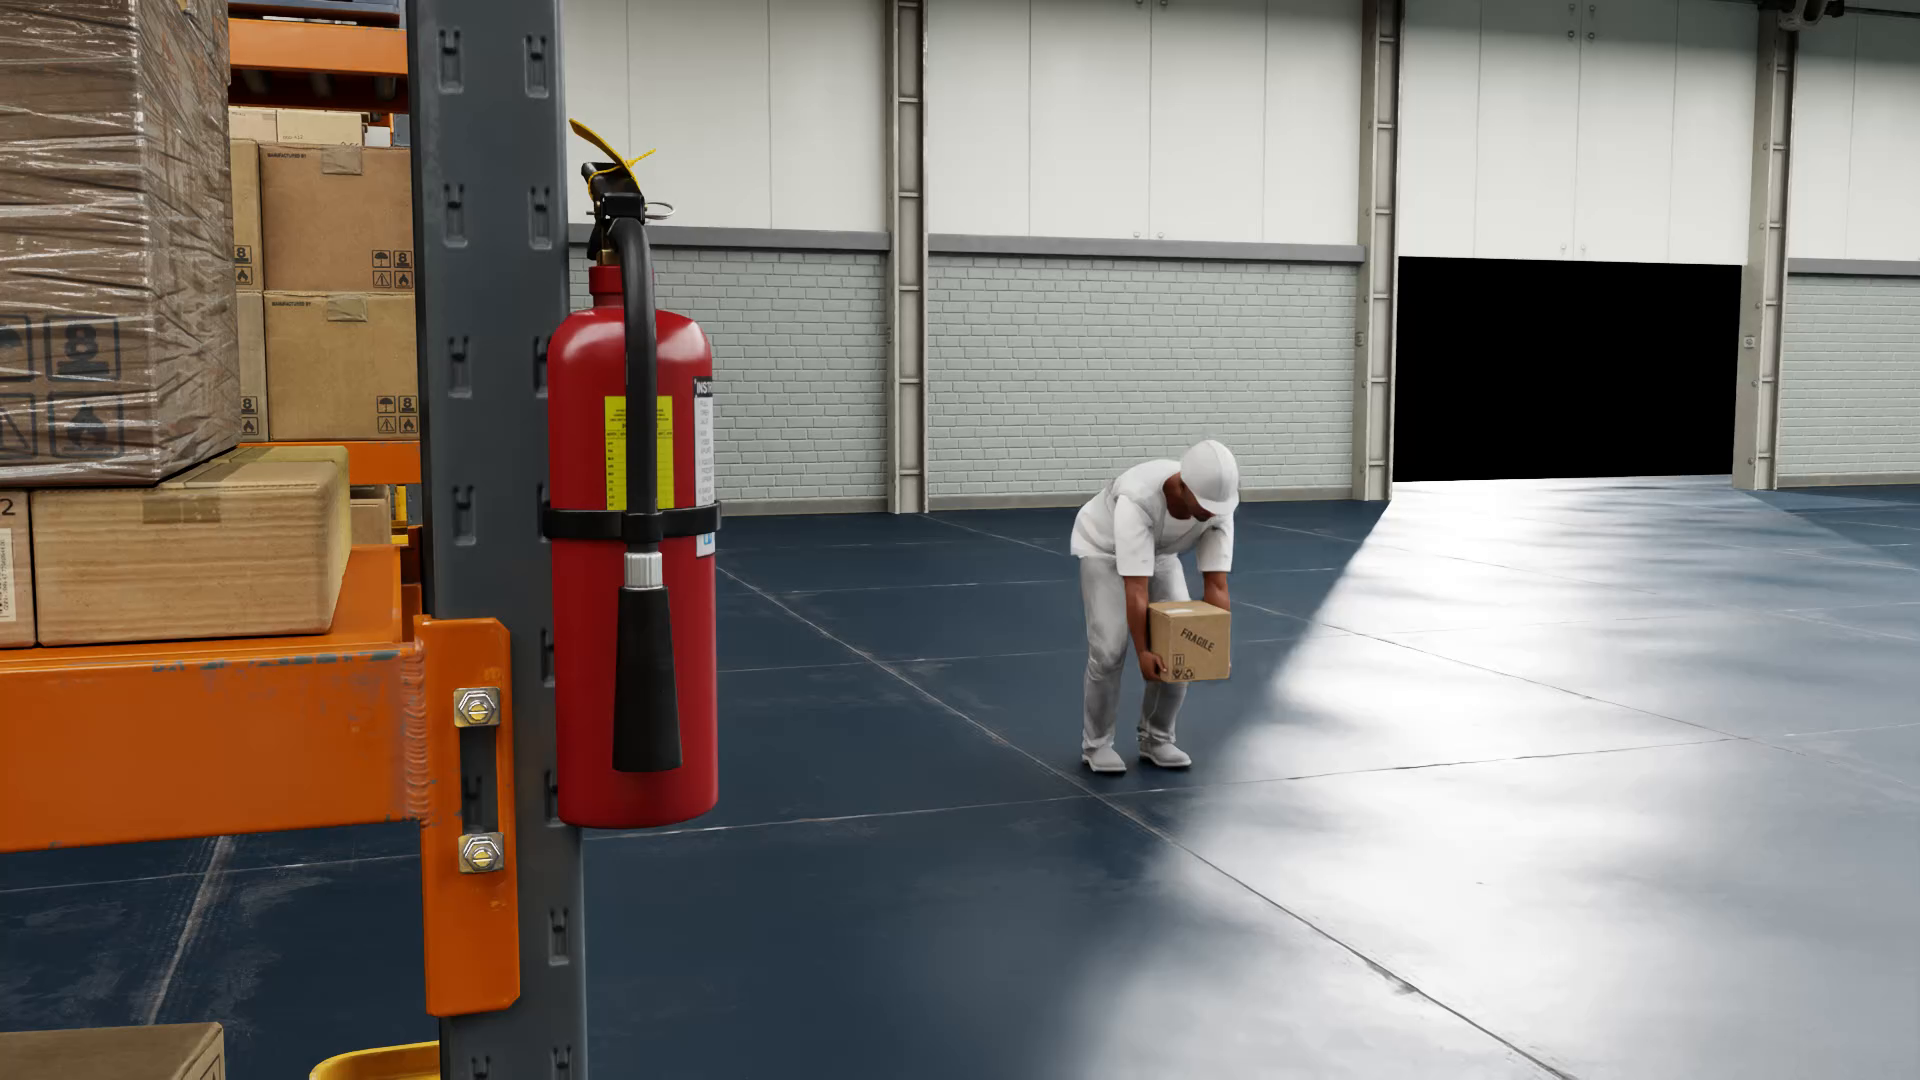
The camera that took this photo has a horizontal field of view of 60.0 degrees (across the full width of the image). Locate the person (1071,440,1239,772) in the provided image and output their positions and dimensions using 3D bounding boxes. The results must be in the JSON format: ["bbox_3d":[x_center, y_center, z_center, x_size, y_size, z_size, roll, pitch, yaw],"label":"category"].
[{"bbox_3d":[0.775,0.262,6.371,0.494,1.311,0.923,-2,6,-21],"label":"person"}]
